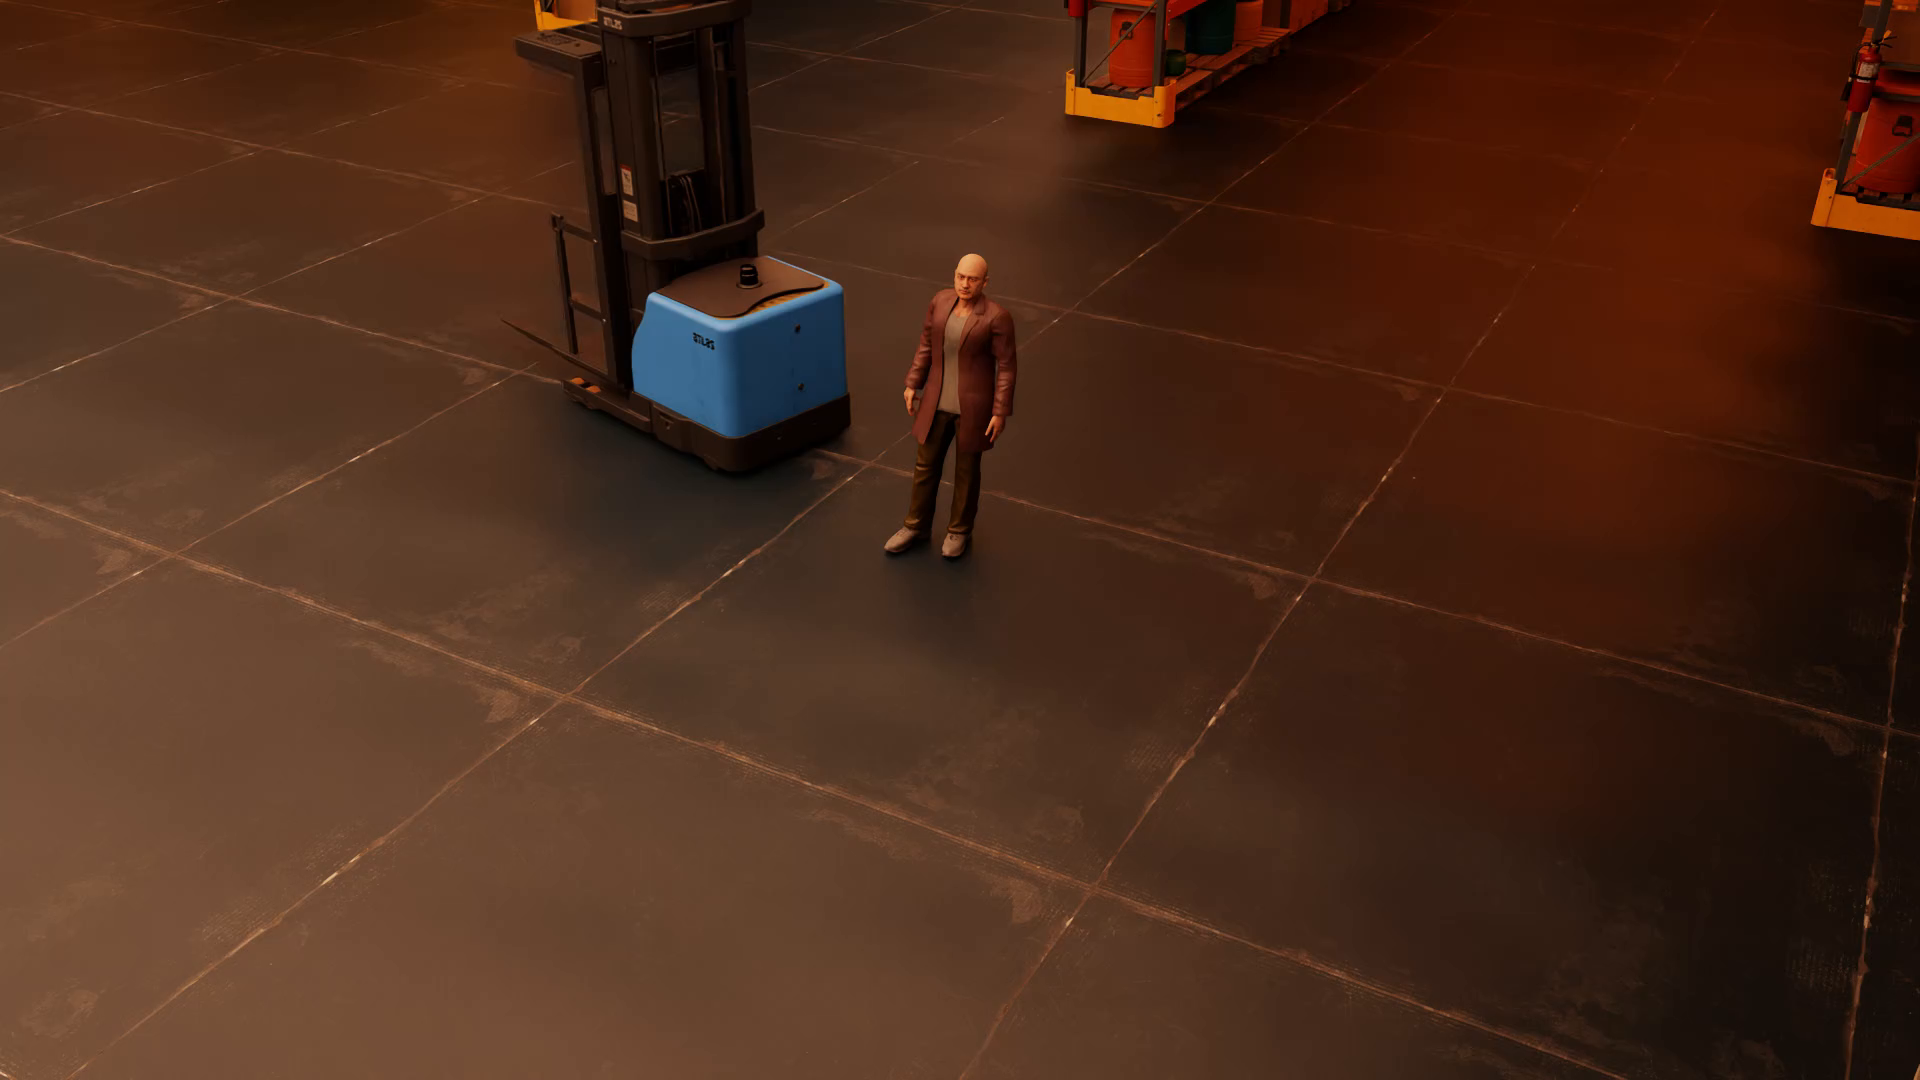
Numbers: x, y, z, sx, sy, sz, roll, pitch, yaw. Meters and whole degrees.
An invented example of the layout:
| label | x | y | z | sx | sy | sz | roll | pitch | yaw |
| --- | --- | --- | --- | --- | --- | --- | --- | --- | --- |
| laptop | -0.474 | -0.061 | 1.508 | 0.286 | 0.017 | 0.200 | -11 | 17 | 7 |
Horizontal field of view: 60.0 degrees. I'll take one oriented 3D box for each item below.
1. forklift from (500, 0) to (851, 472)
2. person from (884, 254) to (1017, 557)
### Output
| label | x | y | z | sx | sy | sz | roll | pitch | yaw |
| --- | --- | --- | --- | --- | --- | --- | --- | --- | --- |
| forklift | -2.139 | -2.336 | 11.119 | 3.031 | 2.935 | 1.130 | 26 | 39 | 37 |
| person | -0.048 | -0.737 | 9.487 | 0.698 | 1.777 | 0.579 | 15 | 33 | 25 |
